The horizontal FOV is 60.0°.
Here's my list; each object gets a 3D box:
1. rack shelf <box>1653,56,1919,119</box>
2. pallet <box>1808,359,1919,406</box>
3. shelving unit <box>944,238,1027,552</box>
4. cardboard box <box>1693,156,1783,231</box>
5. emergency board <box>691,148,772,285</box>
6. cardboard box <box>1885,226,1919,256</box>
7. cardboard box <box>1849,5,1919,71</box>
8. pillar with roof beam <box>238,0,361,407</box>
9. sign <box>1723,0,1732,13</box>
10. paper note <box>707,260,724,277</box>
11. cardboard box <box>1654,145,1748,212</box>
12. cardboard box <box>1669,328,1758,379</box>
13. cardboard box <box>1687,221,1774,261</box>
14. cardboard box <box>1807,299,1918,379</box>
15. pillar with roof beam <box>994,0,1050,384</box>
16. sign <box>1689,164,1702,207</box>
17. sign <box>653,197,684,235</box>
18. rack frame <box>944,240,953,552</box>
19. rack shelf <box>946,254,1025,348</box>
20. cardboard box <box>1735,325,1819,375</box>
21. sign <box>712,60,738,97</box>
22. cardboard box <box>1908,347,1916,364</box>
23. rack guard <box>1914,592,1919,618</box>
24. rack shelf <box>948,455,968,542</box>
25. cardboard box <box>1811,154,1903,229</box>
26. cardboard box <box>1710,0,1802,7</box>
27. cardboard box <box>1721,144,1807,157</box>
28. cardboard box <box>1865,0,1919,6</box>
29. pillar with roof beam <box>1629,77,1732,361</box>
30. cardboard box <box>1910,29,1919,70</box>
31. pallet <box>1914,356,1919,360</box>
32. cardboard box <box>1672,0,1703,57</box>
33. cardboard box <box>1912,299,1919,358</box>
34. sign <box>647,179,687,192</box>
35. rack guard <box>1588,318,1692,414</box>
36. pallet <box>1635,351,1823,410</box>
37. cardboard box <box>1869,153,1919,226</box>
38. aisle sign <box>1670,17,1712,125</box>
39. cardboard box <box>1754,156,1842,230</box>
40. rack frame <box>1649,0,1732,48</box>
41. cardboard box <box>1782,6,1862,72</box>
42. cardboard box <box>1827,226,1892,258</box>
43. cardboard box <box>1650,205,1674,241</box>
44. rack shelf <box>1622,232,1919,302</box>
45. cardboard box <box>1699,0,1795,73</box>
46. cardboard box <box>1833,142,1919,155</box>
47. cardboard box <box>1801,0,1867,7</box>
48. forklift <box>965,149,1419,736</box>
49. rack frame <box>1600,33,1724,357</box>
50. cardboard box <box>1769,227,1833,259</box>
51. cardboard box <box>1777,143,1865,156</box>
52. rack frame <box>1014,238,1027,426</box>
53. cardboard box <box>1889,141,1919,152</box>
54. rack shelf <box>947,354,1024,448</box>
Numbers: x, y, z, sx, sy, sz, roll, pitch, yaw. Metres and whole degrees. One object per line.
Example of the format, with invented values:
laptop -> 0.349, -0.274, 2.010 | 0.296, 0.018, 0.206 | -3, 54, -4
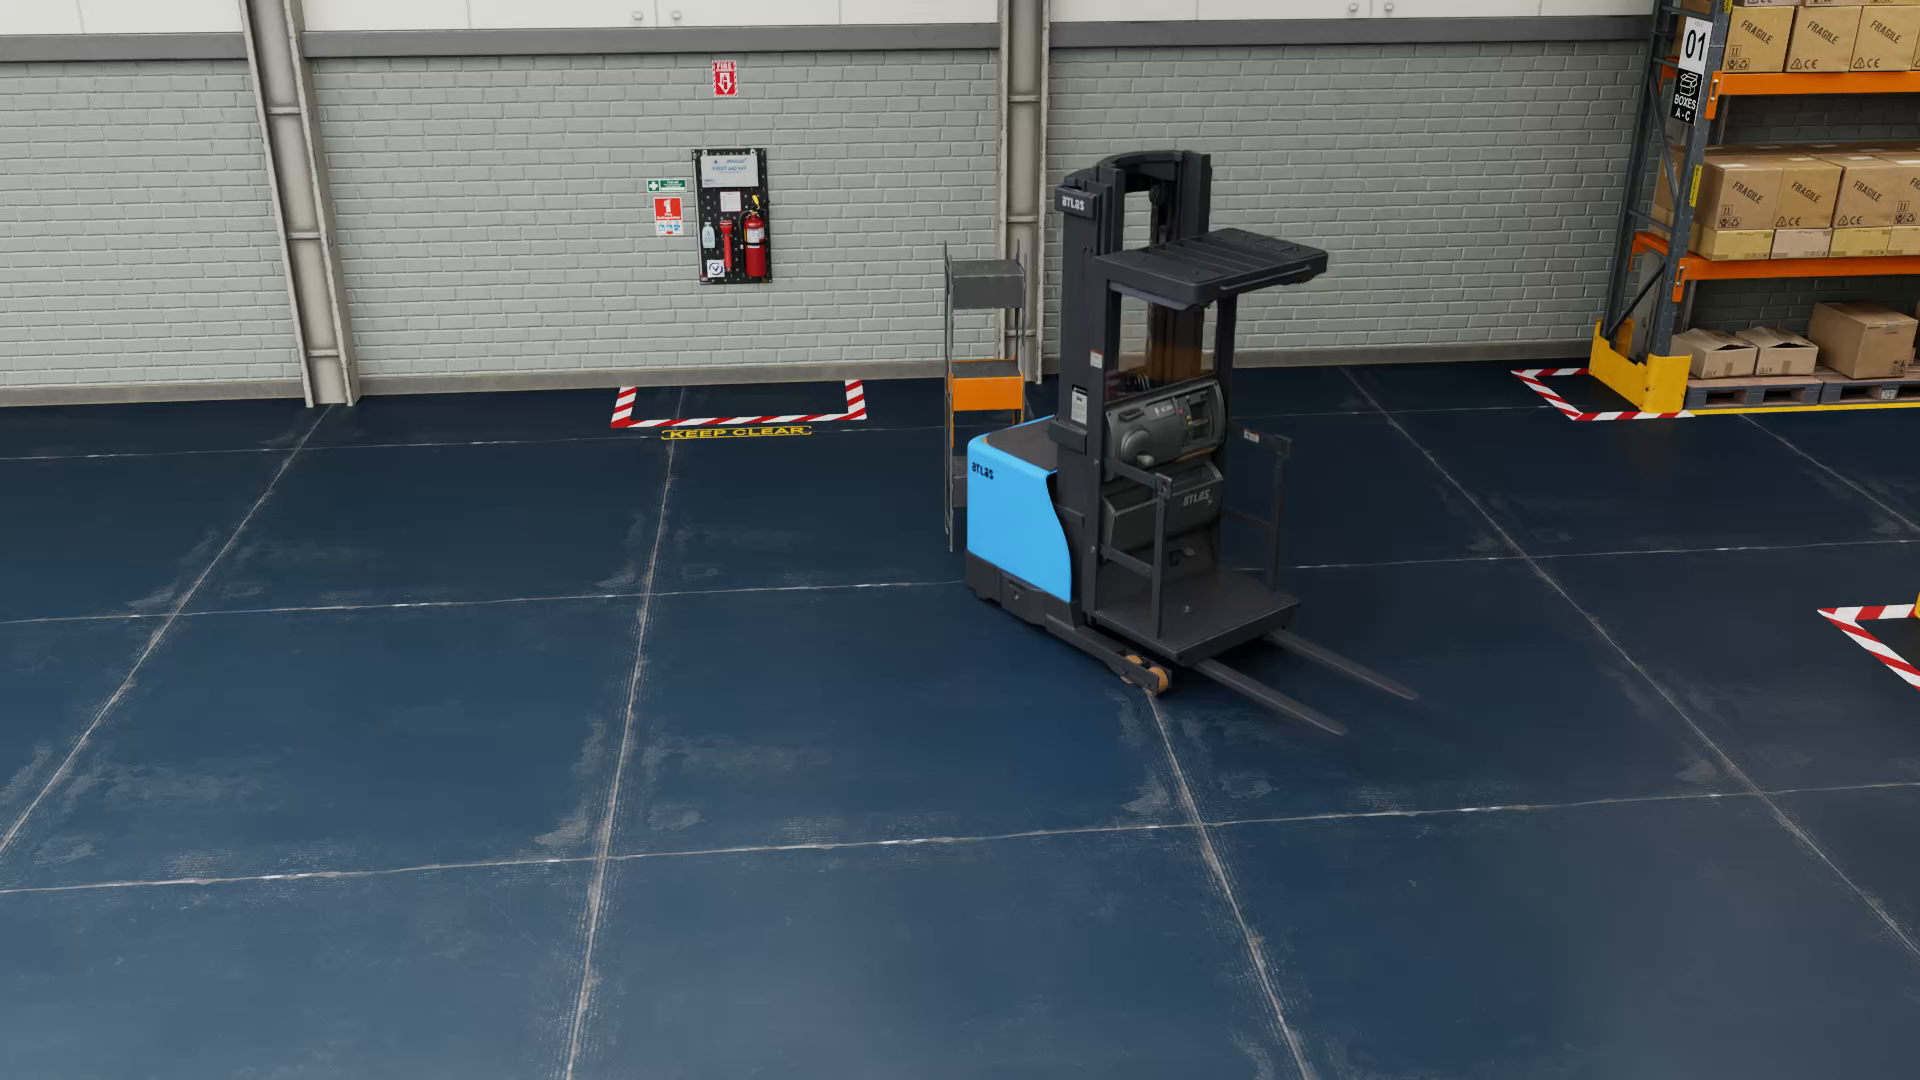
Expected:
rack shelf -> 7.874, -3.807, 13.815 | 4.000, 0.370, 1.077 | -2, 24, -5
pallet -> 7.982, -1.480, 14.820 | 1.213, 0.211, 1.003 | -2, 24, -5
shelving unit -> 0.165, -0.966, 11.338 | 0.503, 2.100, 0.431 | -2, 24, -5
cardboard box -> 6.388, -2.866, 13.743 | 0.500, 0.500, 0.500 | -2, 24, -5
emergency board -> -1.939, -2.740, 14.222 | 0.643, 1.169, 0.194 | -2, 24, -5
cardboard box -> 7.926, -2.581, 14.024 | 0.500, 0.250, 0.500 | -2, 24, -5
cardboard box -> 7.295, -4.053, 13.334 | 0.500, 0.500, 0.500 | -1, 24, -3
pillar with roof beam -> -5.024, -3.585, 8.737 | 0.400, 9.000, 9.100 | -2, 24, -5
sign -> 5.937, -4.236, 12.819 | 0.005, 0.325, 0.100 | -2, 24, -5
paper note -> -2.122, -2.359, 14.448 | 0.142, 0.148, 0.016 | -2, 24, -5
cardboard box -> 6.331, -3.074, 14.209 | 0.500, 0.500, 0.500 | -3, 24, -6
cardboard box -> 6.581, -1.649, 14.536 | 0.500, 0.311, 0.500 | -5, 24, -11
cardboard box -> 6.400, -2.517, 13.880 | 0.500, 0.250, 0.500 | -3, 24, -7
cardboard box -> 7.883, -1.767, 14.569 | 0.500, 0.500, 0.700 | -4, 24, -8
pillar with roof beam -> 0.947, -3.825, 9.276 | 0.400, 9.000, 9.100 | -2, 24, -5
sign -> 5.937, -2.862, 13.430 | 0.005, 0.325, 0.100 | -2, 24, -5
sign -> -2.500, -2.776, 14.259 | 0.234, 0.329, 0.001 | -2, 24, -5
rack frame -> -0.078, -0.956, 11.316 | 0.015, 2.100, 0.400 | -2, 24, -5
rack shelf -> 0.165, -1.593, 11.060 | 0.480, 0.518, 0.431 | -2, 24, -5
cardboard box -> 7.148, -1.672, 14.587 | 0.500, 0.311, 0.500 | 0, 24, -1
sign -> -1.957, -3.840, 13.841 | 0.199, 0.298, 0.001 | -2, 24, -5
cardboard box -> 8.270, -1.688, 14.822 | 0.250, 0.149, 0.380 | -4, 24, -9
rack guard -> 6.350, 0.460, 10.100 | 0.348, 0.500, 1.175 | -2, 24, -5
rack shelf -> 0.165, -0.314, 11.628 | 0.480, 0.518, 0.431 | -2, 24, -5
cardboard box -> 7.395, -2.900, 13.819 | 0.500, 0.500, 0.500 | -3, 24, -7
cardboard box -> 6.290, -4.485, 13.076 | 0.500, 0.500, 0.500 | -4, 24, -9
cardboard box -> 6.833, -3.090, 14.245 | 0.500, 0.500, 0.500 | -2, 24, -4
cardboard box -> 7.304, -4.510, 13.131 | 0.500, 0.500, 0.500 | -2, 24, -4
pillar with roof beam -> 6.918, -4.064, 9.815 | 0.400, 9.000, 9.100 | -2, 24, -5
cardboard box -> 7.826, -4.083, 13.402 | 0.500, 0.500, 0.500 | -1, 24, -2
pallet -> 9.199, -1.530, 14.932 | 1.213, 0.211, 1.003 | -2, 24, -5
cardboard box -> 6.274, -4.230, 13.733 | 0.500, 0.500, 0.500 | -1, 24, -1
cardboard box -> 8.835, -1.846, 14.747 | 0.500, 0.500, 0.500 | -4, 24, -9
sign -> -2.494, -3.015, 14.144 | 0.331, 0.109, 0.001 | -2, 24, -5
rack guard -> 5.959, -1.546, 14.613 | 0.348, 0.500, 1.175 | -2, 24, -5
pallet -> 6.771, -1.432, 14.713 | 1.213, 0.211, 1.003 | -2, 24, -5
cardboard box -> 7.908, -2.926, 13.876 | 0.500, 0.500, 0.500 | -2, 24, -3
aisle sign -> 5.841, -3.749, 13.292 | 0.004, 0.787, 0.394 | -2, 24, -5
cardboard box -> 6.881, -2.882, 13.778 | 0.500, 0.500, 0.500 | -2, 24, -5
rack frame -> 5.883, -5.427, 12.880 | 0.127, 3.000, 1.000 | -2, 24, -5
cardboard box -> 6.779, -4.030, 13.284 | 0.500, 0.500, 0.500 | -1, 24, -2
cardboard box -> 7.423, -2.562, 13.980 | 0.500, 0.250, 0.500 | -3, 24, -6
cardboard box -> 6.329, -2.723, 14.344 | 0.500, 0.250, 0.500 | -2, 24, -4
rack shelf -> 7.874, -2.437, 14.425 | 4.000, 0.370, 1.077 | -2, 24, -5
cardboard box -> 6.241, -4.023, 13.268 | 0.500, 0.500, 0.500 | -2, 24, -4
cardboard box -> 7.849, -3.132, 14.341 | 0.500, 0.500, 0.500 | -2, 24, -4
cardboard box -> 6.795, -4.485, 13.075 | 0.500, 0.500, 0.500 | -3, 24, -6
forklift -> 1.347, -0.660, 9.626 | 1.130, 2.935, 3.031 | -18, 30, -35
rack frame -> 5.883, -2.686, 14.099 | 0.127, 3.000, 1.000 | -2, 24, -5
cardboard box -> 6.915, -2.544, 13.940 | 0.500, 0.250, 0.500 | -3, 24, -7
cardboard box -> 7.347, -3.112, 14.295 | 0.500, 0.500, 0.500 | -3, 24, -7
rack frame -> 0.408, -0.976, 11.360 | 0.015, 2.100, 0.400 | -2, 24, -5
cardboard box -> 8.364, -3.157, 14.397 | 0.500, 0.500, 0.500 | -2, 24, -4
rack shelf -> 0.165, -0.954, 11.344 | 0.480, 0.518, 0.431 | -2, 24, -5
